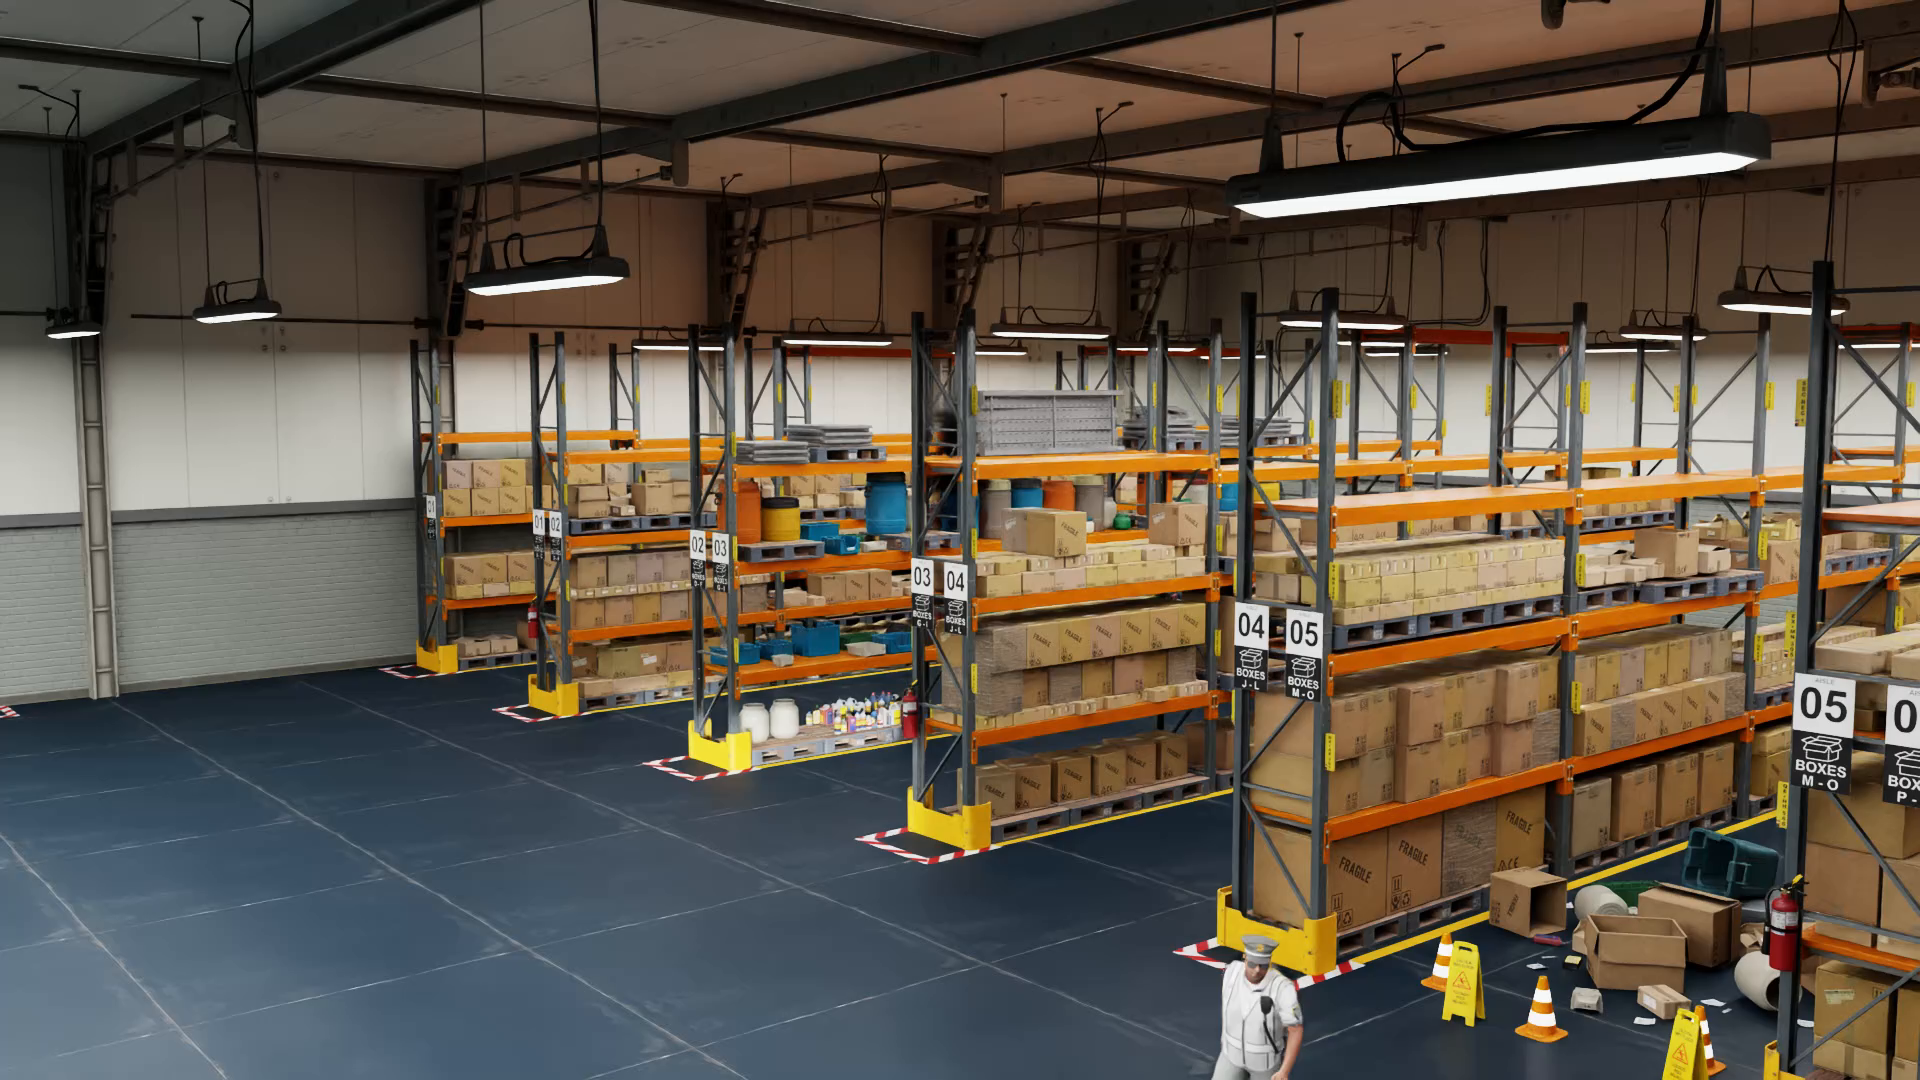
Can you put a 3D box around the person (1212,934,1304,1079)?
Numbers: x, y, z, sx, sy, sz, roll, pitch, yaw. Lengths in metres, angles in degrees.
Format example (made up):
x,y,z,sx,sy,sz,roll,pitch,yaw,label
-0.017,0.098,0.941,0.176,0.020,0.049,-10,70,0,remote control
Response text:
x,y,z,sx,sy,sz,roll,pitch,yaw,label
1.899,3.331,10.686,0.662,1.701,0.672,3,6,29,person
